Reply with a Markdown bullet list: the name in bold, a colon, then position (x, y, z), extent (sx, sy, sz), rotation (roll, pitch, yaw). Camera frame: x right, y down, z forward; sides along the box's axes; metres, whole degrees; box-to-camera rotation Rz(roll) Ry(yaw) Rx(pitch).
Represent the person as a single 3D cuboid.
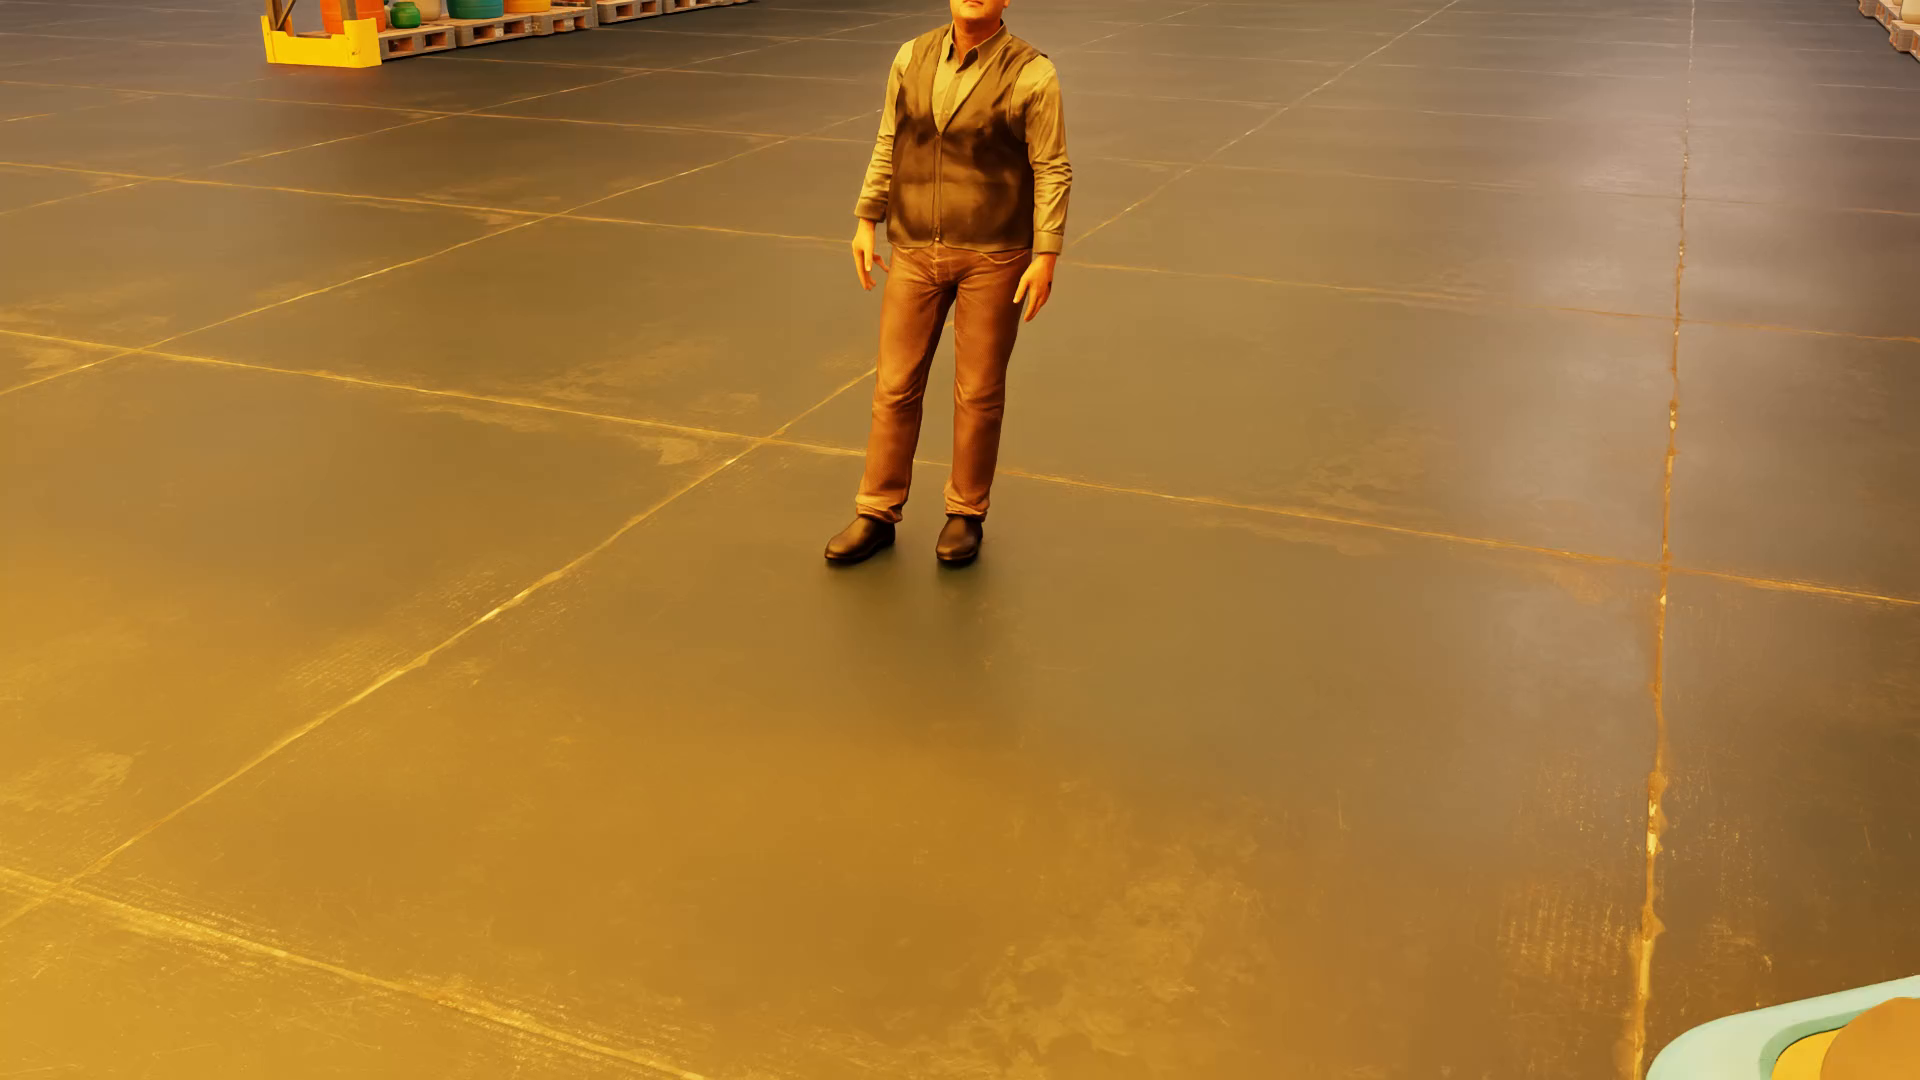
- **person**: position (-0.031, -0.780, 4.708), extent (0.632, 1.720, 0.568), rotation (9, 24, 21)
